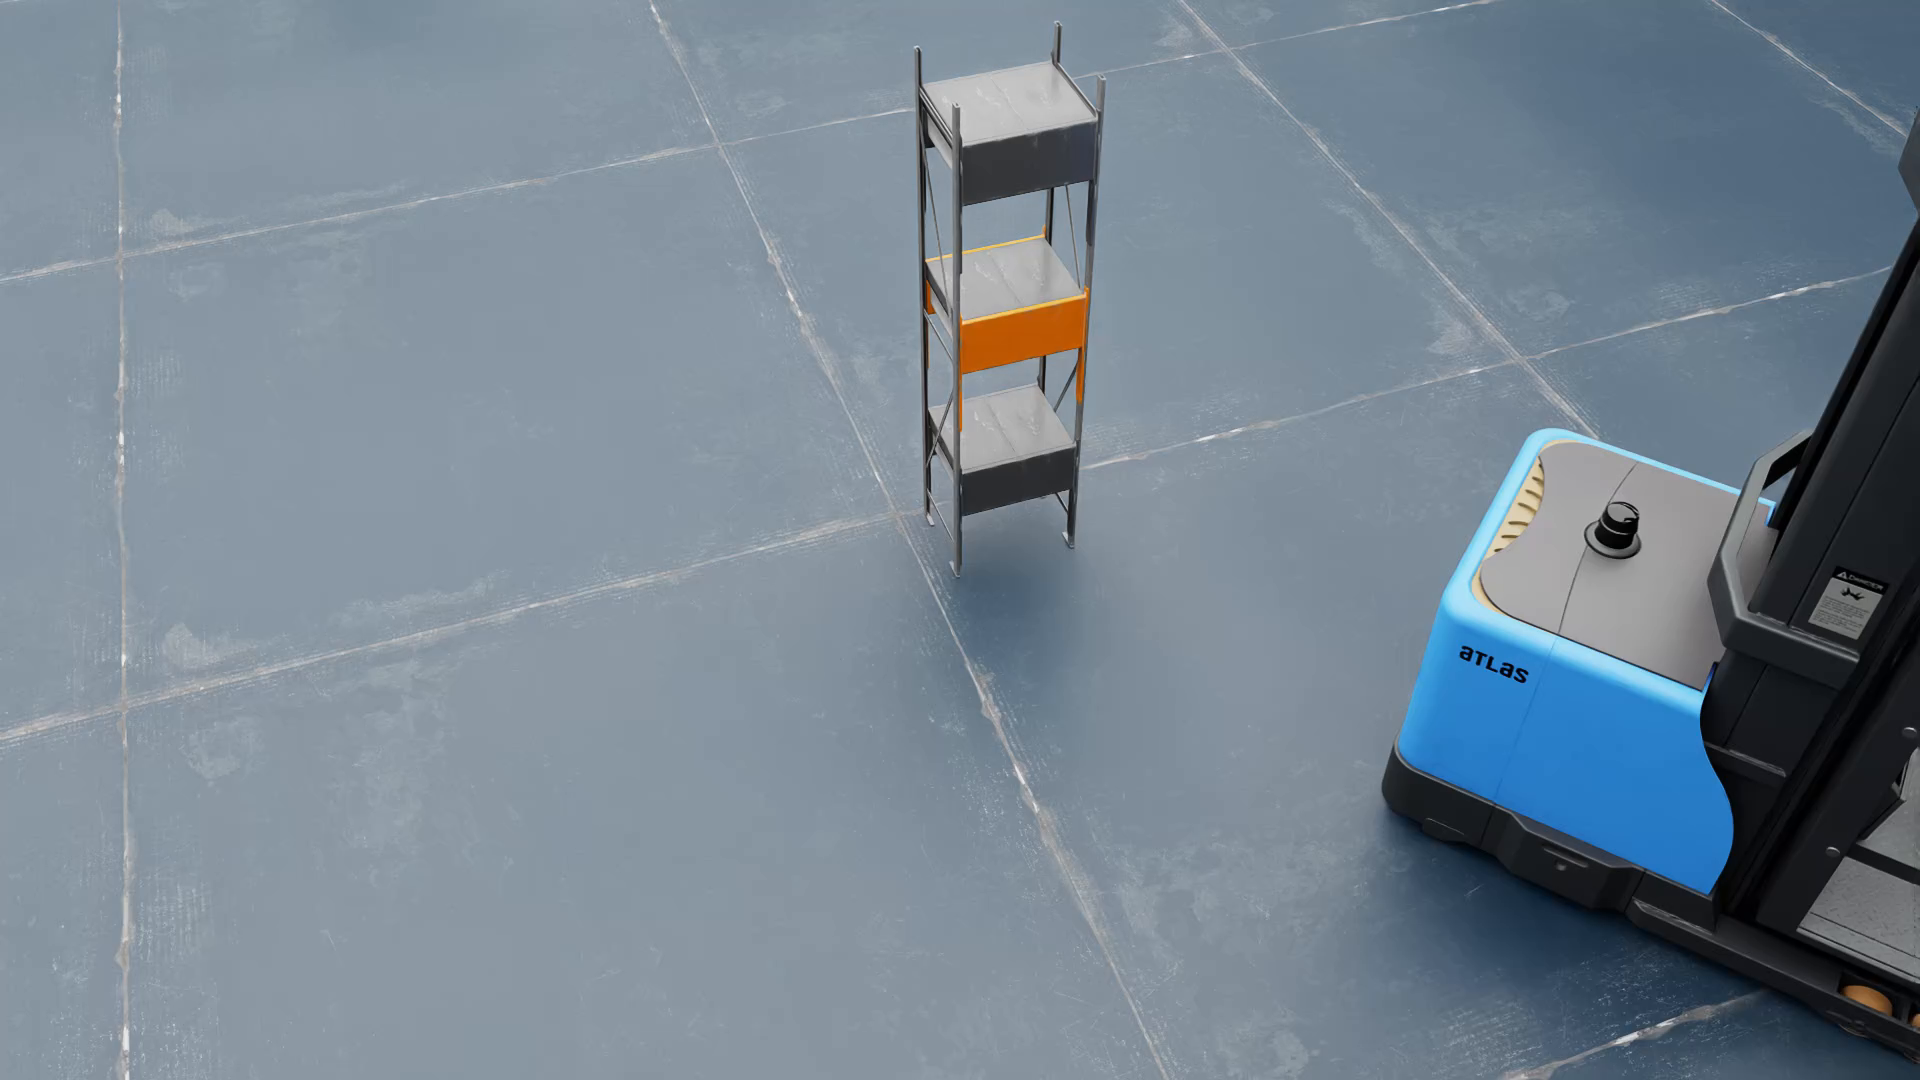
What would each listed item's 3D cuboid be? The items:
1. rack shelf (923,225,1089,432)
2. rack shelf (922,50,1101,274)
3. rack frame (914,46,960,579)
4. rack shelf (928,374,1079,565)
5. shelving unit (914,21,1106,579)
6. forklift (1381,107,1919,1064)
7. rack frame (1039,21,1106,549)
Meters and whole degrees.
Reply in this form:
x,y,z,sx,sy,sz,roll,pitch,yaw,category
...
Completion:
x,y,z,sx,sy,sz,roll,pitch,yaw,category
0.156,-0.771,6.056,0.480,0.518,0.431,-14,47,-14,rack shelf
0.156,-1.266,5.560,0.480,0.518,0.431,-14,47,-14,rack shelf
-0.074,-0.722,5.987,0.015,2.100,0.400,-14,47,-14,rack frame
0.156,-0.277,6.551,0.480,0.518,0.431,-14,47,-14,rack shelf
0.156,-0.781,6.046,0.503,2.100,0.431,-14,47,-14,shelving unit
2.993,0.152,4.529,3.031,2.935,1.130,23,49,21,forklift
0.385,-0.840,6.104,0.015,2.100,0.400,-14,47,-14,rack frame
